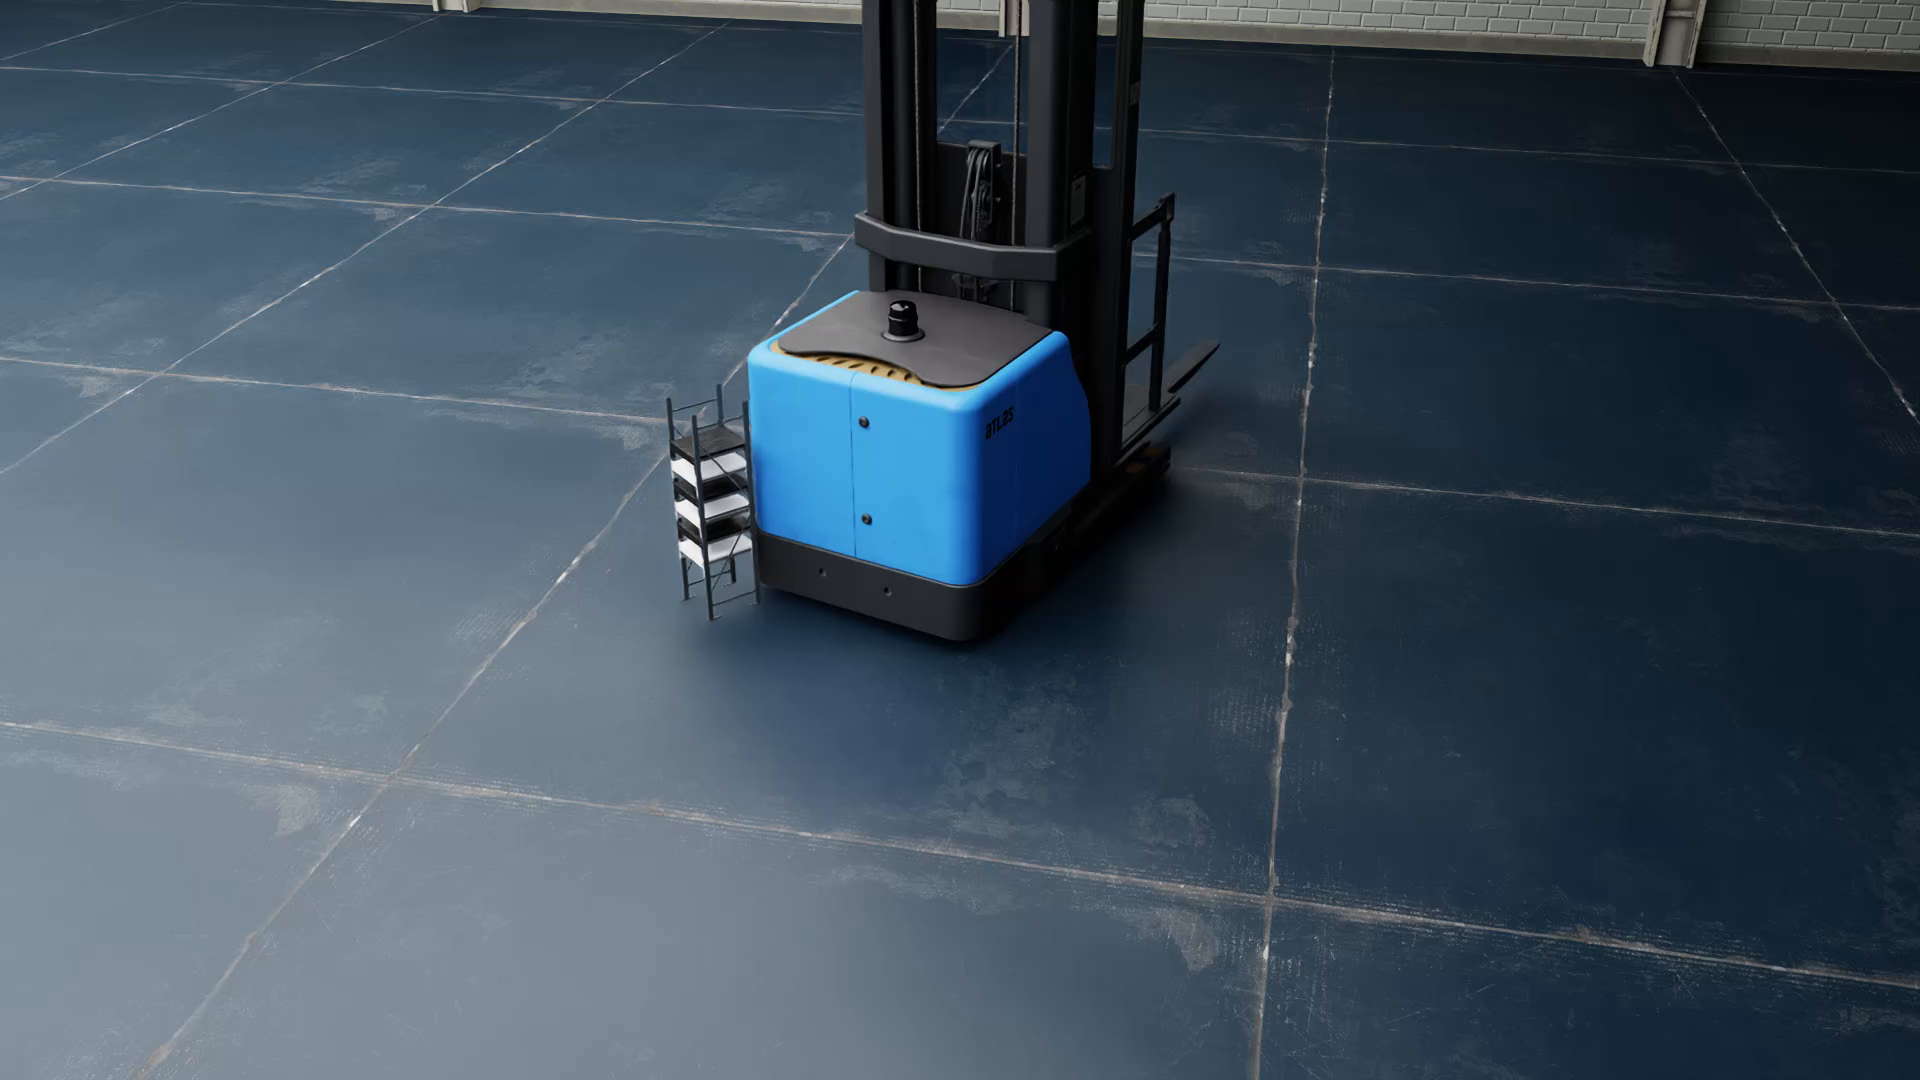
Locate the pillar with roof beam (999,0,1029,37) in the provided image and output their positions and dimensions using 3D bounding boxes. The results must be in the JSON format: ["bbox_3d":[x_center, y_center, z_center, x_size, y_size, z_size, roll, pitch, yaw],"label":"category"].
[{"bbox_3d":[-0.292,-6.889,10.463,0.400,9.000,9.100,6,29,11],"label":"pillar with roof beam"}]

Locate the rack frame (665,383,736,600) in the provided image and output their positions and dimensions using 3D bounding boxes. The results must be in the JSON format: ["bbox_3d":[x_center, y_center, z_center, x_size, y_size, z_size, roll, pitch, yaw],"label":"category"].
[{"bbox_3d":[-1.030,-0.183,6.647,0.240,0.900,0.006,-20,34,-31],"label":"rack frame"}]

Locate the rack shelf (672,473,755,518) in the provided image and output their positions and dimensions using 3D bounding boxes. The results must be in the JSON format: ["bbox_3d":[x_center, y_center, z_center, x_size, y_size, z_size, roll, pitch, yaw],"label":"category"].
[{"bbox_3d":[-0.970,-0.194,6.548,0.258,0.077,0.200,-20,34,-31],"label":"rack shelf"}]

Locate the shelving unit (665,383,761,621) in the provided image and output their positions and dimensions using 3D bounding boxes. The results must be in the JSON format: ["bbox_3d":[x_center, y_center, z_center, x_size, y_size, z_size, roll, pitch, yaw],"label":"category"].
[{"bbox_3d":[-0.970,-0.144,6.575,0.258,0.900,0.210,-20,34,-31],"label":"shelving unit"}]

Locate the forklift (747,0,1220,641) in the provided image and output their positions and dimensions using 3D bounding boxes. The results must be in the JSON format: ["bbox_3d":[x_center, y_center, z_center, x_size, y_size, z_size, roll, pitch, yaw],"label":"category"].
[{"bbox_3d":[0.326,-1.572,7.070,1.130,2.935,3.031,15,32,25],"label":"forklift"}]

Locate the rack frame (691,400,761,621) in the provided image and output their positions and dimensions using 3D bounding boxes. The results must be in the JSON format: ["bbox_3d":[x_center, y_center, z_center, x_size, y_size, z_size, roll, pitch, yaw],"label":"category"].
[{"bbox_3d":[-0.909,-0.105,6.503,0.240,0.900,0.006,-20,34,-31],"label":"rack frame"}]

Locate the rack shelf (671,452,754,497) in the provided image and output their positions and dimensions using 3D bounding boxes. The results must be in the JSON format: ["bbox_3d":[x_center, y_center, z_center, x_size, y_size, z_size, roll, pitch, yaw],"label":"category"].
[{"bbox_3d":[-0.970,-0.272,6.504,0.258,0.077,0.200,-20,34,-31],"label":"rack shelf"}]

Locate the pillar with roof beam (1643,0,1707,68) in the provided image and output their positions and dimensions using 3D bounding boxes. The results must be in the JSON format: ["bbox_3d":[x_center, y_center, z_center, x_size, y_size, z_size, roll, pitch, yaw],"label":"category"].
[{"bbox_3d":[5.575,-6.287,9.364,0.400,9.000,9.100,6,29,11],"label":"pillar with roof beam"}]

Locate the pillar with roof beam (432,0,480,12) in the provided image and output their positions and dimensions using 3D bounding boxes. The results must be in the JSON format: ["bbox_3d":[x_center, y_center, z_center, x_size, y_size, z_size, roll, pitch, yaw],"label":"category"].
[{"bbox_3d":[-6.160,-7.491,11.562,0.400,9.000,9.100,6,29,11],"label":"pillar with roof beam"}]

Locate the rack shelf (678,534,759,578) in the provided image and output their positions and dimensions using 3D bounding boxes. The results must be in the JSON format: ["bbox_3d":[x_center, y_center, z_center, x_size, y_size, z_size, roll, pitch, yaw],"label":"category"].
[{"bbox_3d":[-0.969,0.043,6.677,0.258,0.077,0.200,-20,34,-31],"label":"rack shelf"}]

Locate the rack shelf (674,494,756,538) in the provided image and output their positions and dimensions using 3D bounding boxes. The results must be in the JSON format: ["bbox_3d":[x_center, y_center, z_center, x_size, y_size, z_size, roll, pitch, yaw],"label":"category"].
[{"bbox_3d":[-0.970,-0.115,6.591,0.258,0.077,0.200,-20,34,-31],"label":"rack shelf"}]

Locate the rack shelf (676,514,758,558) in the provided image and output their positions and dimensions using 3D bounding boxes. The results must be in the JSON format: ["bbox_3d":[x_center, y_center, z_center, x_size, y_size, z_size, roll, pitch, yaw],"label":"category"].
[{"bbox_3d":[-0.970,-0.036,6.634,0.258,0.077,0.200,-20,34,-31],"label":"rack shelf"}]

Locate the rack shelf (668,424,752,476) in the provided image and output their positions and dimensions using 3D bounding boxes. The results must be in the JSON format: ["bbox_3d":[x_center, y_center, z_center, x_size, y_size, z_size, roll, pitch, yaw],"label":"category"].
[{"bbox_3d":[-0.970,-0.351,6.461,0.258,0.077,0.200,-20,34,-31],"label":"rack shelf"}]
